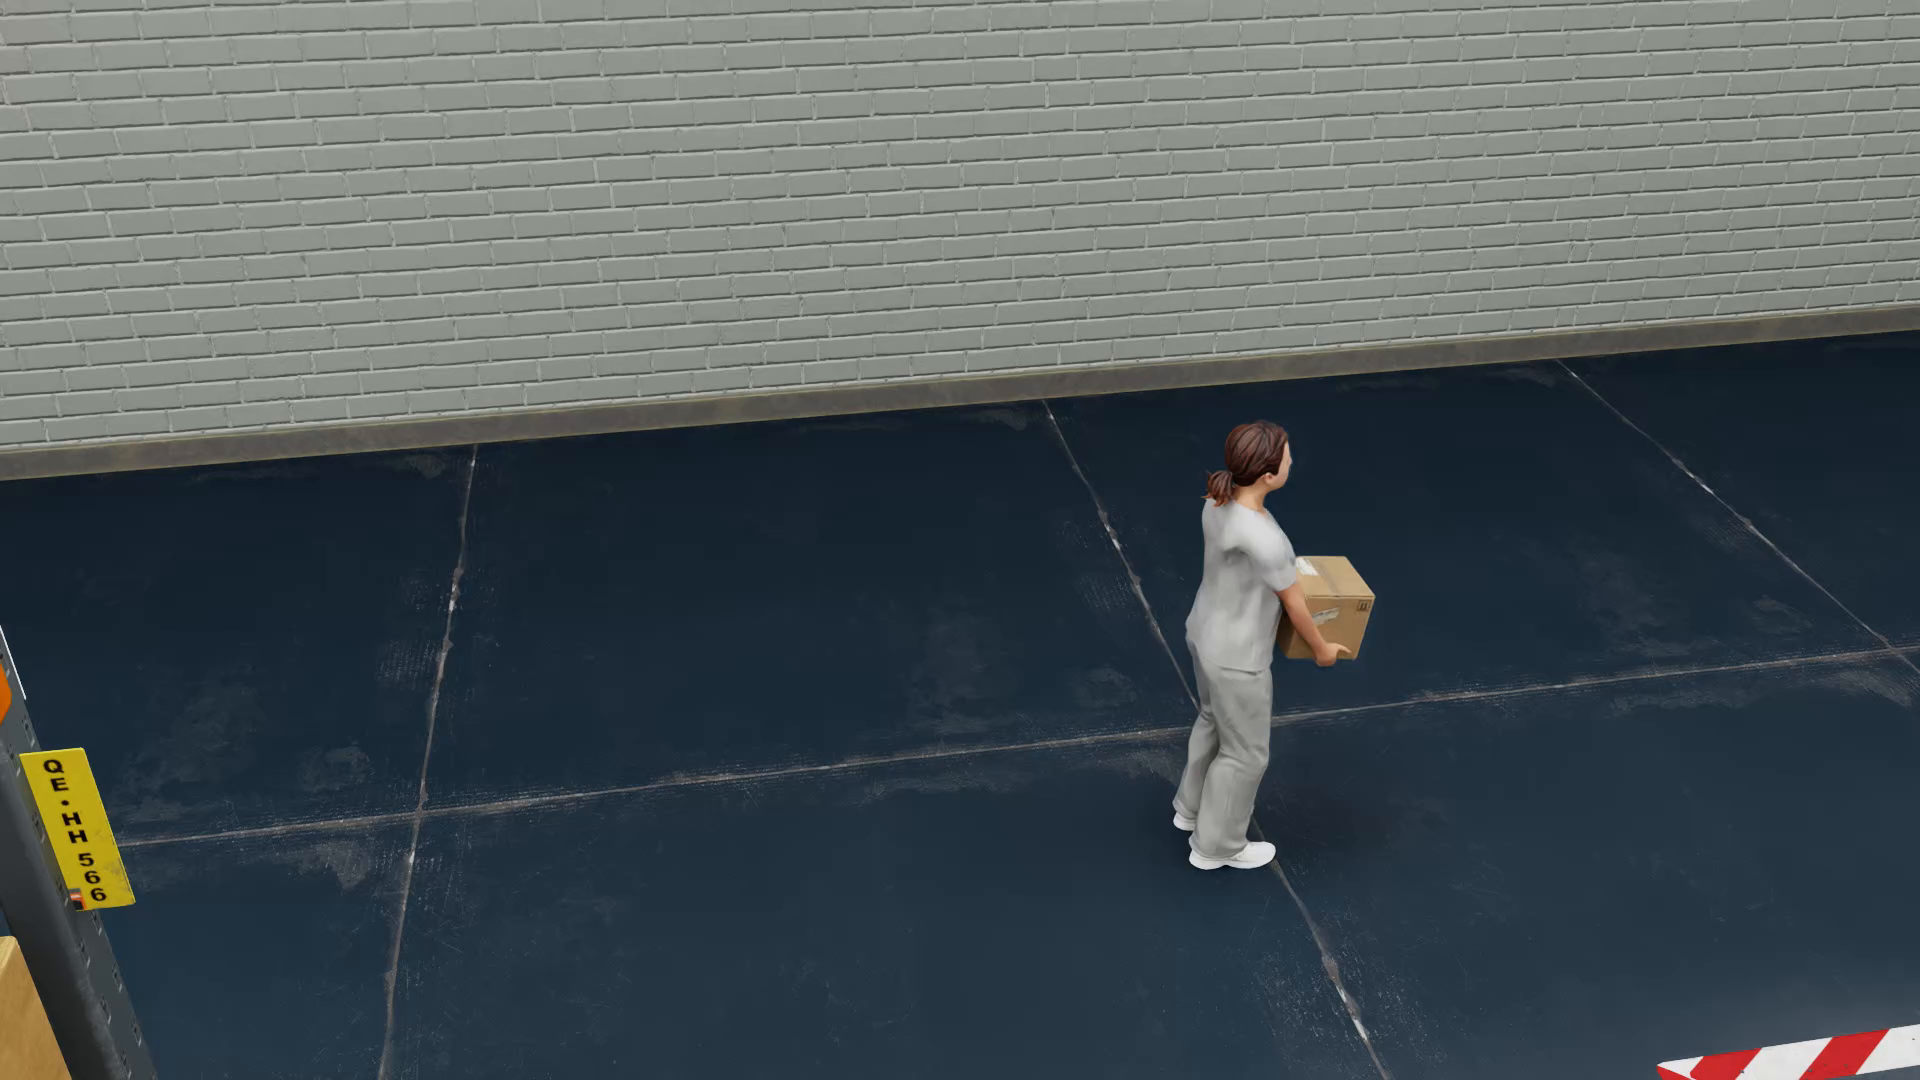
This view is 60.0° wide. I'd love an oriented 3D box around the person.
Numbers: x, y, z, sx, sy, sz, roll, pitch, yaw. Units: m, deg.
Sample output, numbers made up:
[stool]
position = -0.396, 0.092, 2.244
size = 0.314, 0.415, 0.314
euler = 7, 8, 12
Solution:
[person]
position = 0.971, 0.355, 5.550
size = 0.561, 1.662, 0.437
euler = -5, 31, -8
